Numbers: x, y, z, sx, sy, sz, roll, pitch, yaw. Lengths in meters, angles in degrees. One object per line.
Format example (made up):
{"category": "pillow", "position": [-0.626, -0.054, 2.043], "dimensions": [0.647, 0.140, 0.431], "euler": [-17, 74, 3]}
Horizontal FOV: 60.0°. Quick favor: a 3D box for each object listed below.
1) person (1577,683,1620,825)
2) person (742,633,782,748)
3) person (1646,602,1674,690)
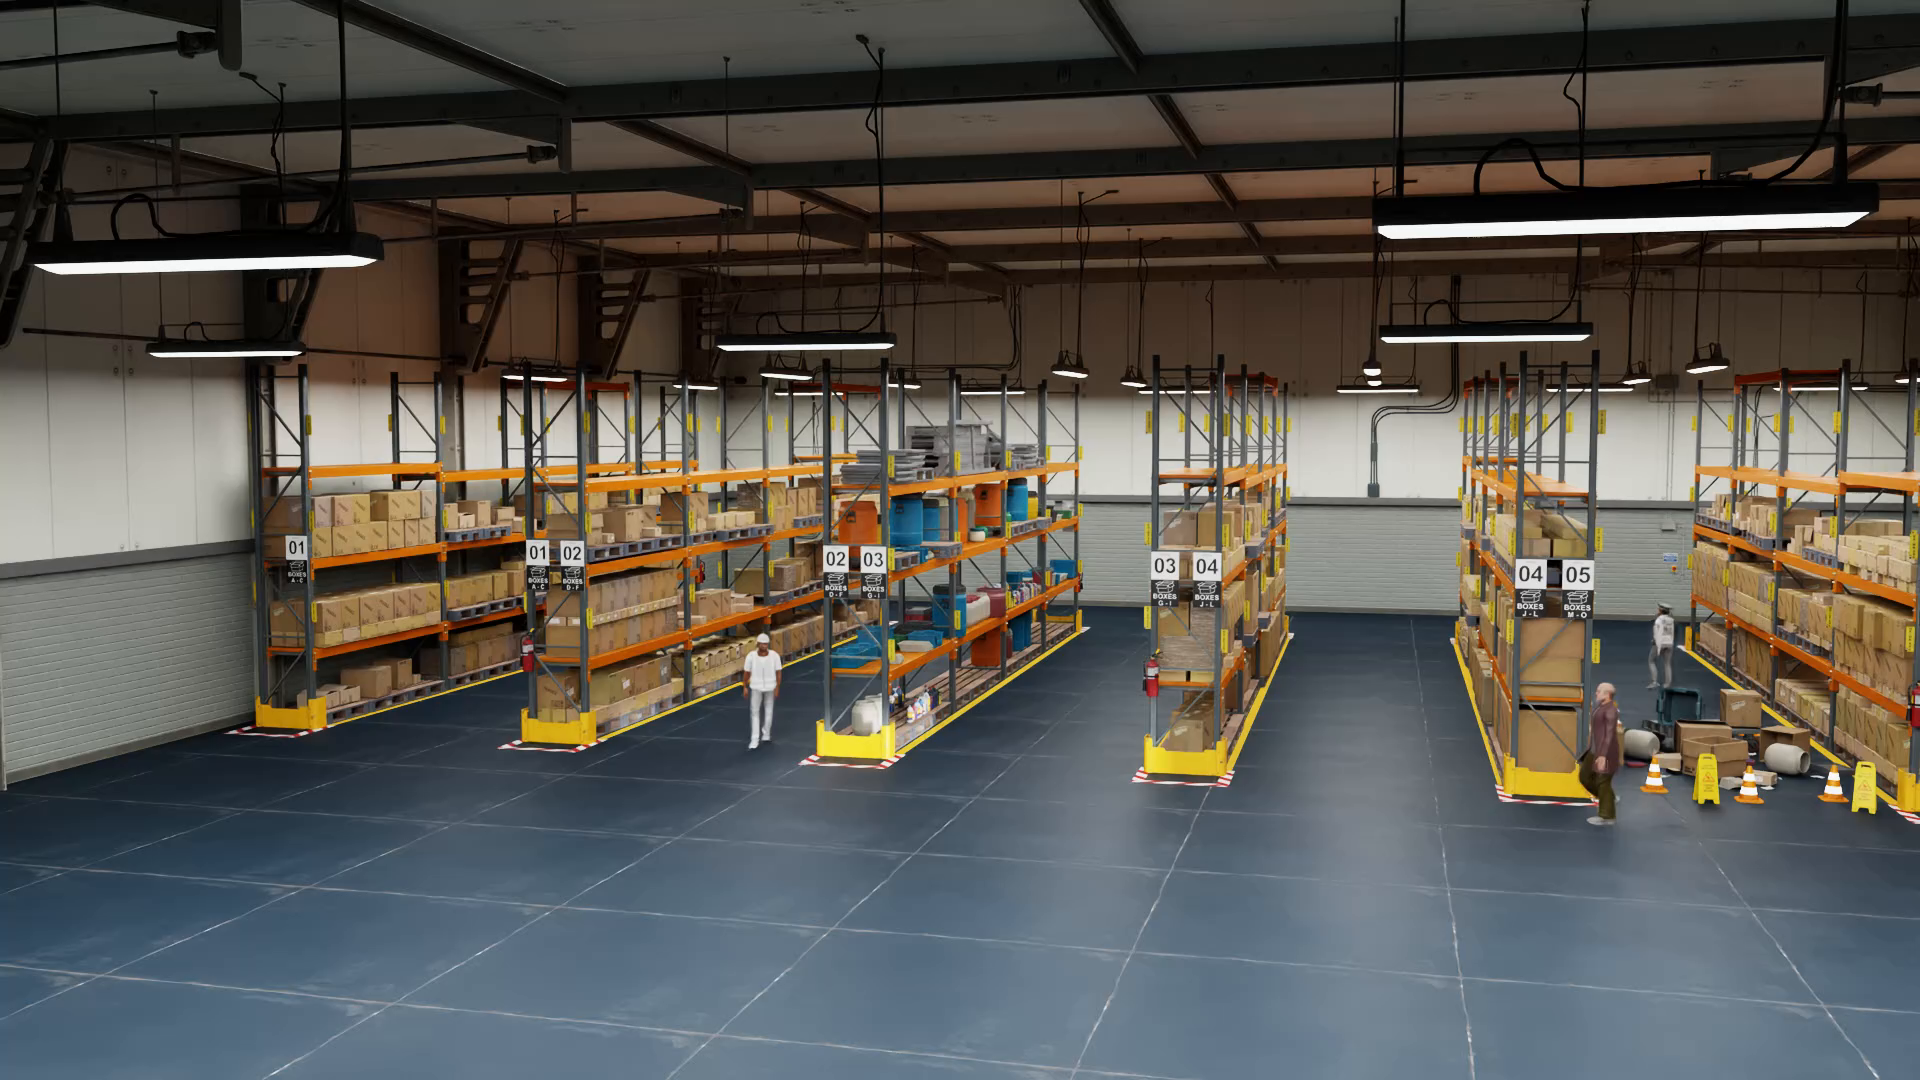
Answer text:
{"category": "person", "position": [8.039, 2.664, 20.748], "dimensions": [0.540, 1.779, 0.580], "euler": [0, 4, -6]}
{"category": "person", "position": [-3.075, 2.324, 25.983], "dimensions": [0.600, 1.720, 0.917], "euler": [-1, 4, -14]}
{"category": "person", "position": [13.212, 2.013, 31.185], "dimensions": [0.479, 1.679, 0.550], "euler": [0, 4, -3]}
